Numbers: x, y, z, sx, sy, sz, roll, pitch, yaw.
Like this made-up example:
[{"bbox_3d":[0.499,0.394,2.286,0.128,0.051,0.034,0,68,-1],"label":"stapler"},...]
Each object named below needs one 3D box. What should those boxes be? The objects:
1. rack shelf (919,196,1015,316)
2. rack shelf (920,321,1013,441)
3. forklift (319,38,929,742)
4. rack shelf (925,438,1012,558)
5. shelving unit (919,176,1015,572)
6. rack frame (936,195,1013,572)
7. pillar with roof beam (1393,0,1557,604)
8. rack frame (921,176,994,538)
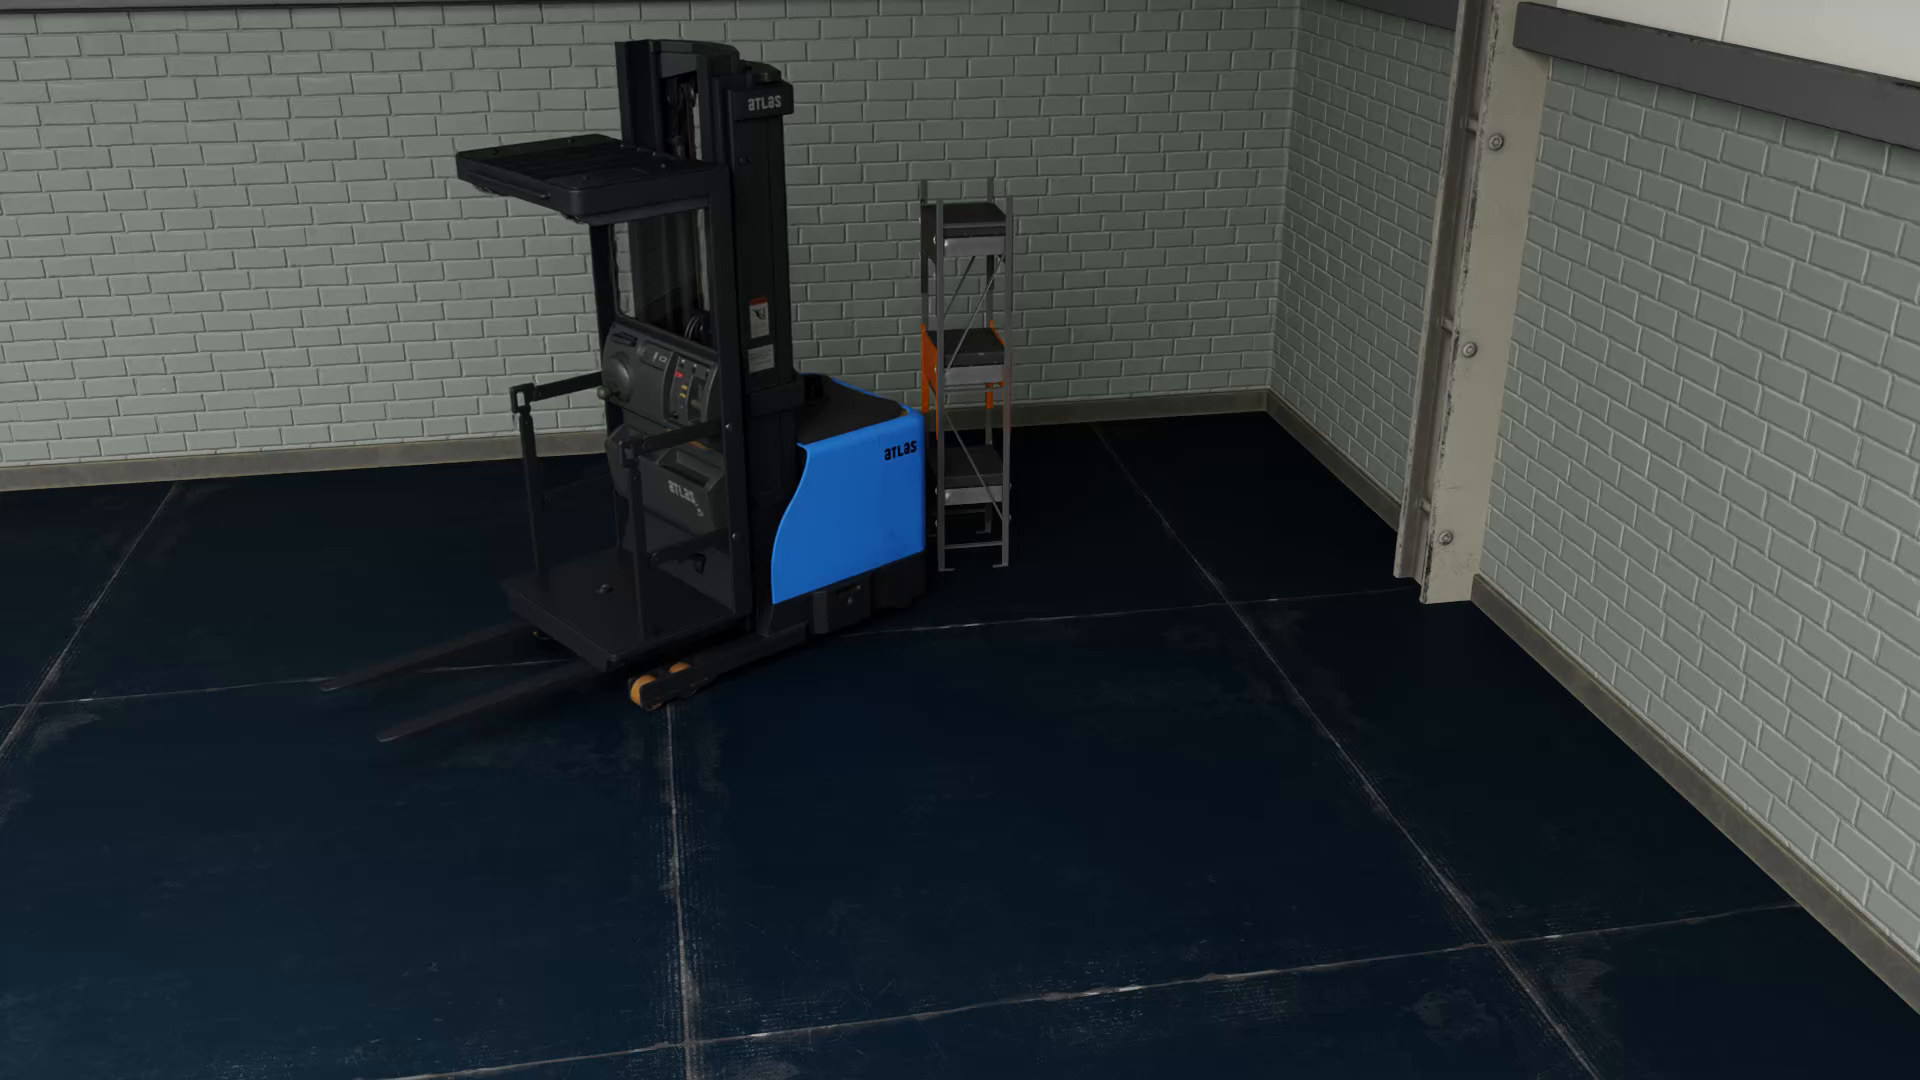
[{"bbox_3d":[0.031,-1.526,8.906,0.431,0.518,0.480,-4,24,-10],"label":"rack shelf"},{"bbox_3d":[0.031,-0.885,9.186,0.431,0.518,0.480,-4,24,-10],"label":"rack shelf"},{"bbox_3d":[-1.599,-0.770,7.851,3.031,2.935,1.130,-20,30,-38],"label":"forklift"},{"bbox_3d":[0.031,-0.243,9.466,0.431,0.518,0.480,-4,24,-10],"label":"rack shelf"},{"bbox_3d":[0.031,-0.897,9.181,0.431,2.100,0.503,-4,24,-10],"label":"shelving unit"},{"bbox_3d":[0.076,-0.801,8.961,0.400,2.100,0.015,-4,24,-10],"label":"rack frame"},{"bbox_3d":[-1.619,-3.550,6.635,9.100,9.000,0.400,-4,24,-10],"label":"pillar with roof beam"},{"bbox_3d":[-0.015,-0.993,9.400,0.400,2.100,0.015,-4,24,-10],"label":"rack frame"}]
